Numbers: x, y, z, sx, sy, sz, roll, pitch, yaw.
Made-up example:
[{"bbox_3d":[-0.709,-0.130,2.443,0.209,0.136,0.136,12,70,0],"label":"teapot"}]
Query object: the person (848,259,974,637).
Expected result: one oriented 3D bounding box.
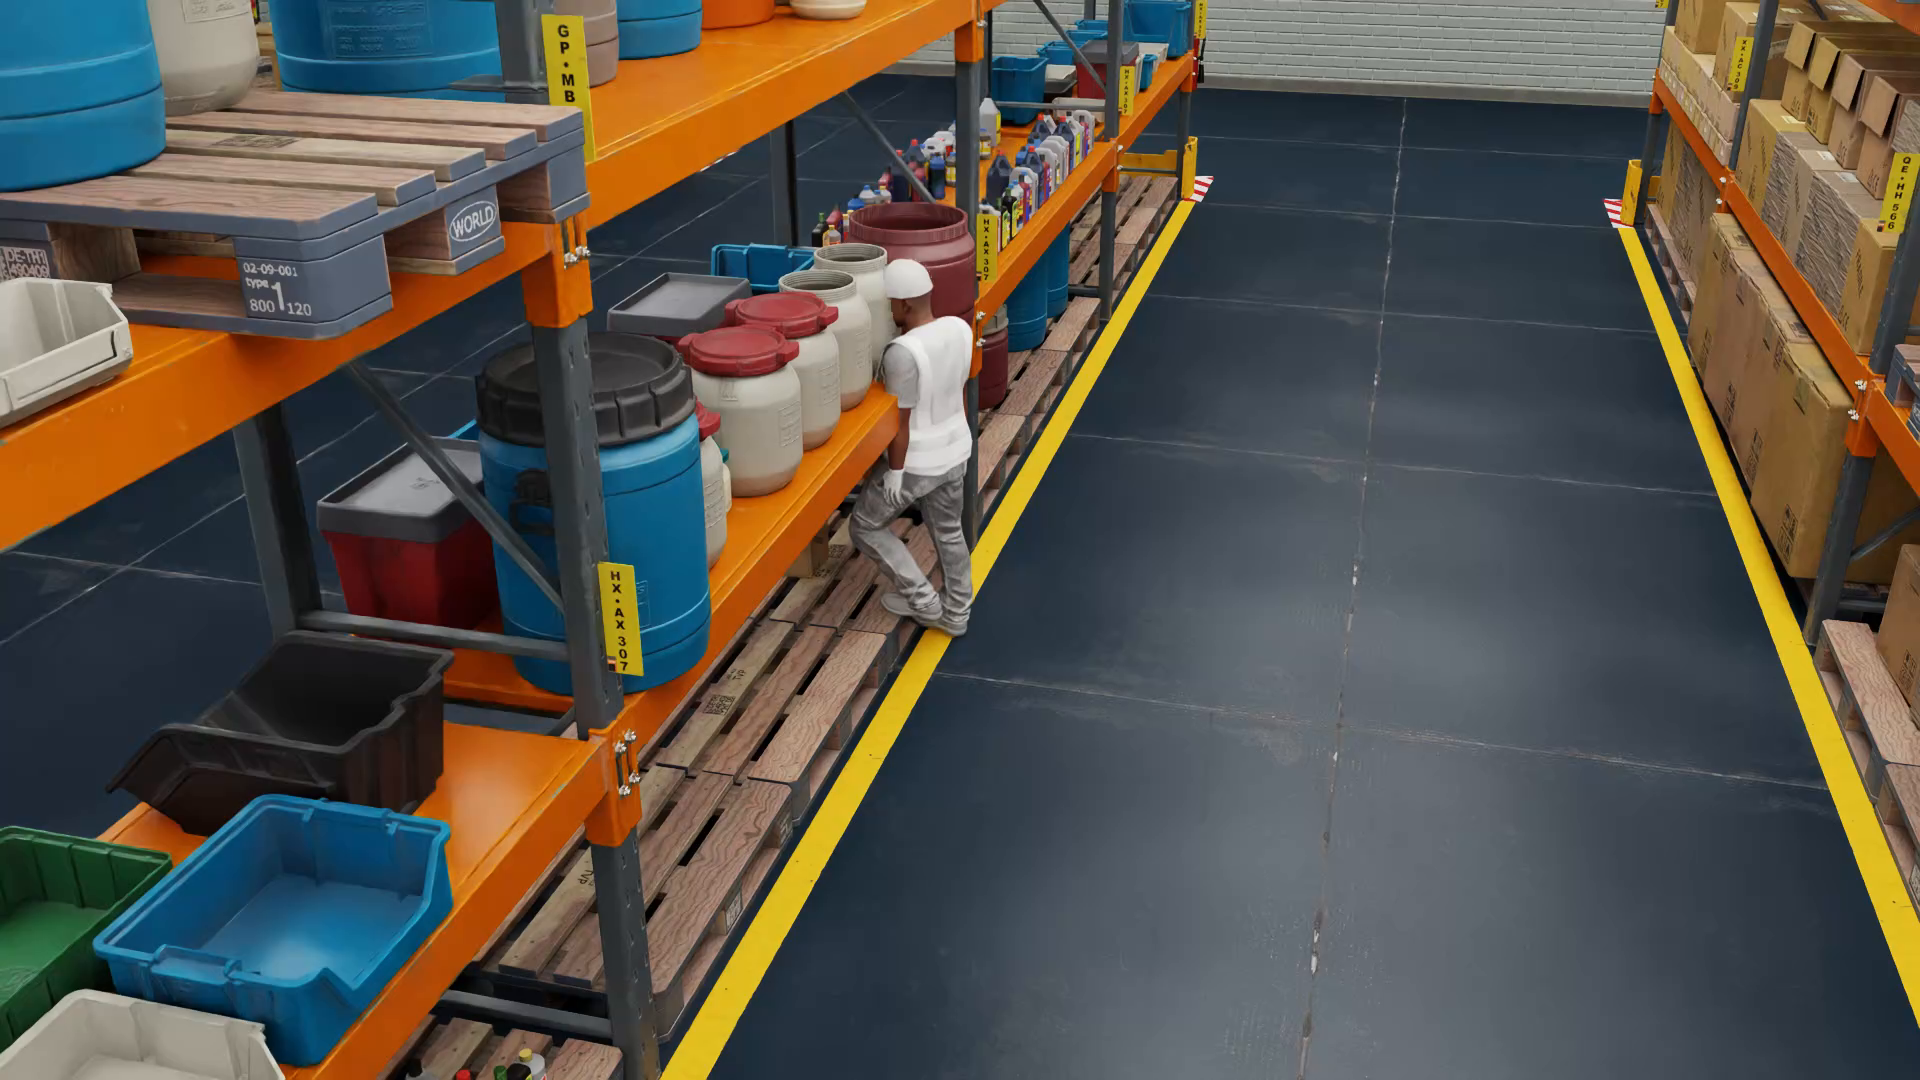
[{"bbox_3d":[-0.210,-0.358,7.303,0.465,1.787,0.545,15,29,29],"label":"person"}]
